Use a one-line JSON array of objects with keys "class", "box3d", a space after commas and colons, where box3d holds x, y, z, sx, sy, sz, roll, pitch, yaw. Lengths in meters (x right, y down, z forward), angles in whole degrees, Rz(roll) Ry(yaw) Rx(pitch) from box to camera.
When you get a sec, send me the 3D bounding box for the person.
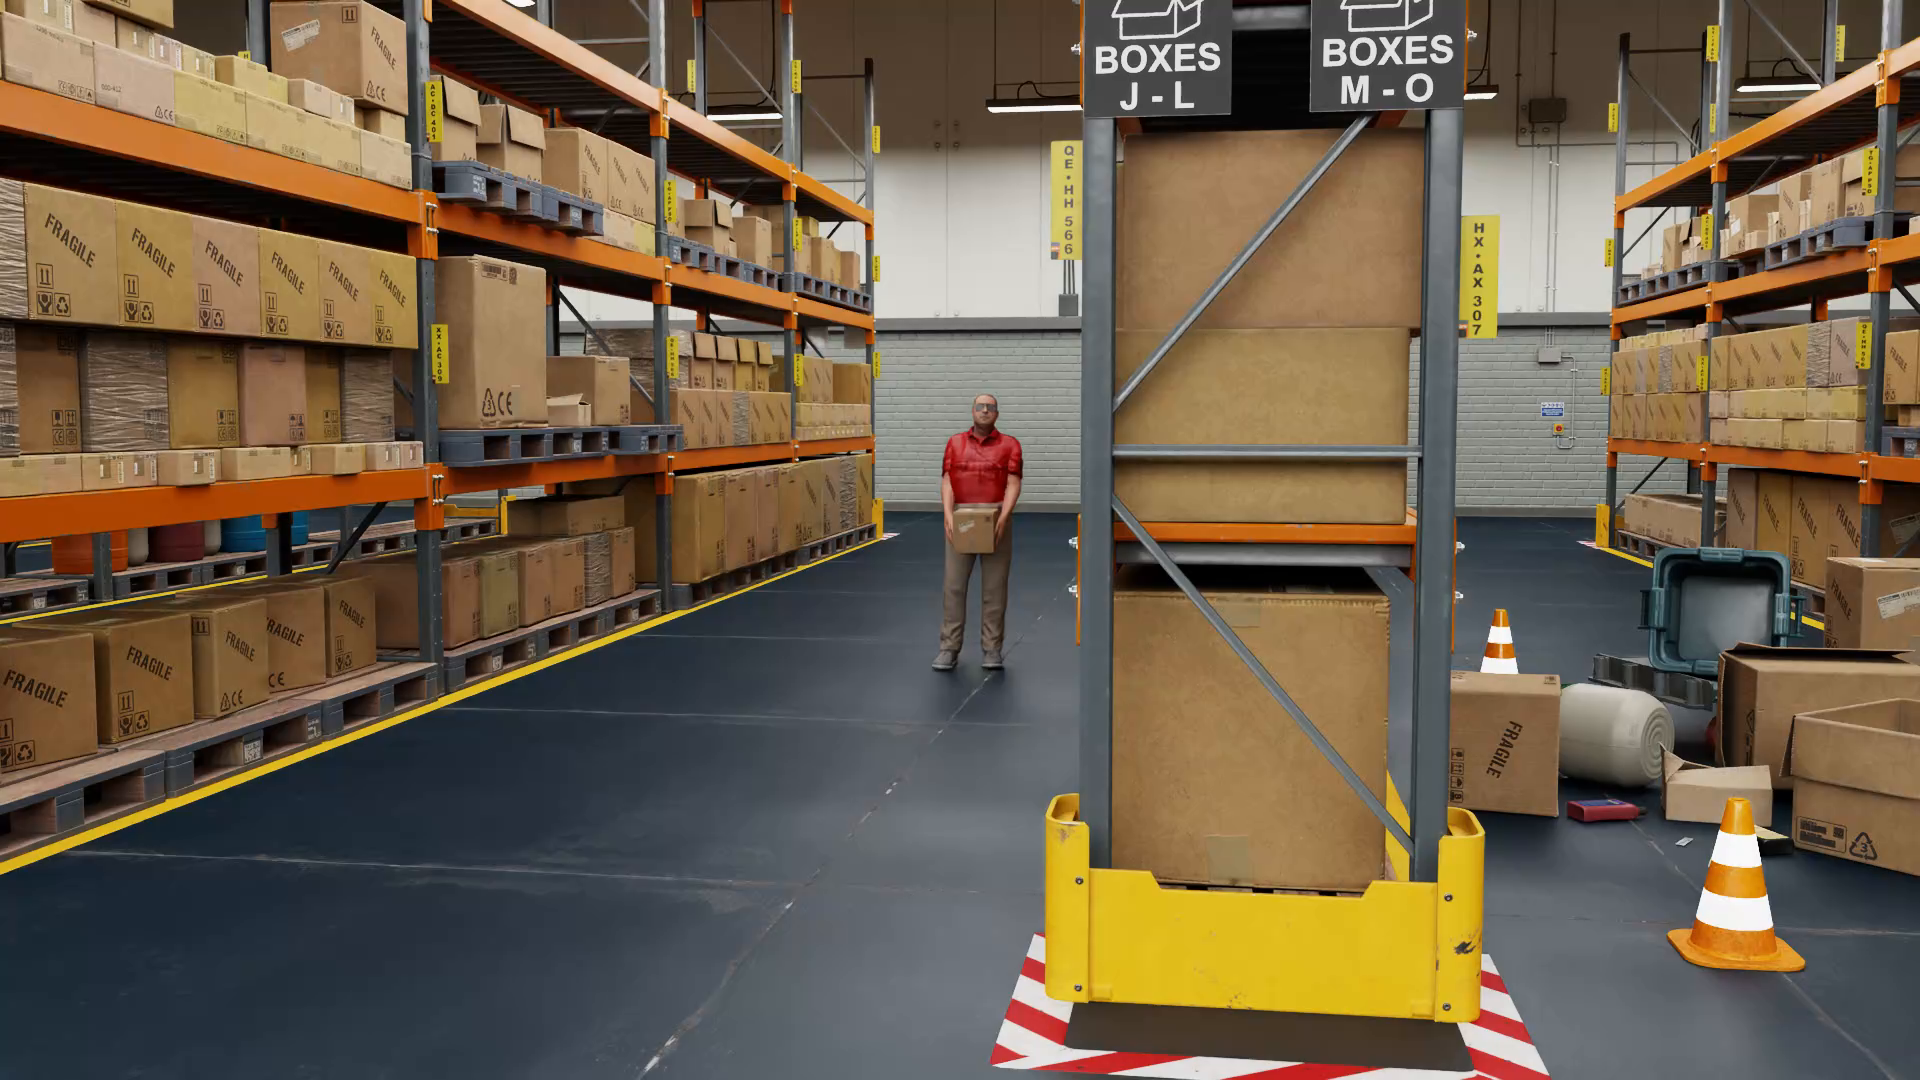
[{"class": "person", "box3d": [0.116, -0.059, 10.490, 0.545, 1.729, 0.481, 1, 4, 9]}]
